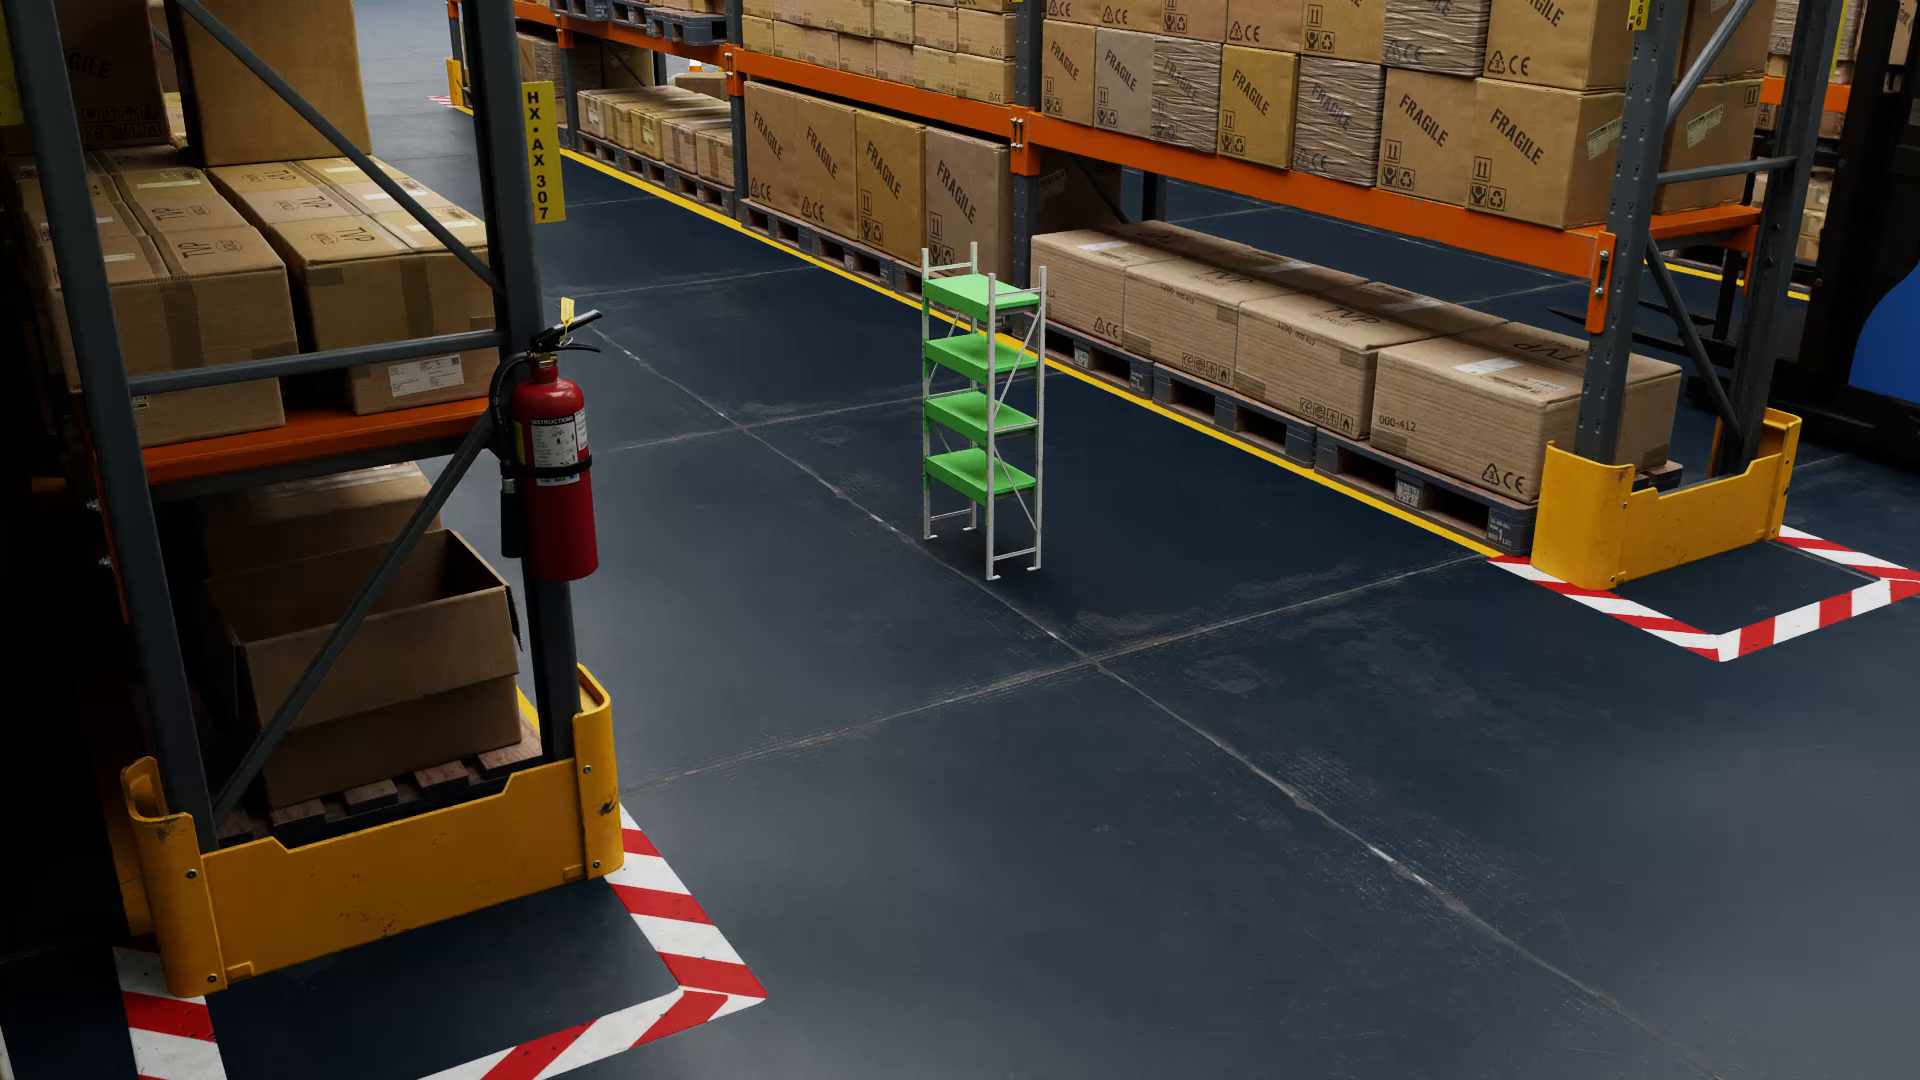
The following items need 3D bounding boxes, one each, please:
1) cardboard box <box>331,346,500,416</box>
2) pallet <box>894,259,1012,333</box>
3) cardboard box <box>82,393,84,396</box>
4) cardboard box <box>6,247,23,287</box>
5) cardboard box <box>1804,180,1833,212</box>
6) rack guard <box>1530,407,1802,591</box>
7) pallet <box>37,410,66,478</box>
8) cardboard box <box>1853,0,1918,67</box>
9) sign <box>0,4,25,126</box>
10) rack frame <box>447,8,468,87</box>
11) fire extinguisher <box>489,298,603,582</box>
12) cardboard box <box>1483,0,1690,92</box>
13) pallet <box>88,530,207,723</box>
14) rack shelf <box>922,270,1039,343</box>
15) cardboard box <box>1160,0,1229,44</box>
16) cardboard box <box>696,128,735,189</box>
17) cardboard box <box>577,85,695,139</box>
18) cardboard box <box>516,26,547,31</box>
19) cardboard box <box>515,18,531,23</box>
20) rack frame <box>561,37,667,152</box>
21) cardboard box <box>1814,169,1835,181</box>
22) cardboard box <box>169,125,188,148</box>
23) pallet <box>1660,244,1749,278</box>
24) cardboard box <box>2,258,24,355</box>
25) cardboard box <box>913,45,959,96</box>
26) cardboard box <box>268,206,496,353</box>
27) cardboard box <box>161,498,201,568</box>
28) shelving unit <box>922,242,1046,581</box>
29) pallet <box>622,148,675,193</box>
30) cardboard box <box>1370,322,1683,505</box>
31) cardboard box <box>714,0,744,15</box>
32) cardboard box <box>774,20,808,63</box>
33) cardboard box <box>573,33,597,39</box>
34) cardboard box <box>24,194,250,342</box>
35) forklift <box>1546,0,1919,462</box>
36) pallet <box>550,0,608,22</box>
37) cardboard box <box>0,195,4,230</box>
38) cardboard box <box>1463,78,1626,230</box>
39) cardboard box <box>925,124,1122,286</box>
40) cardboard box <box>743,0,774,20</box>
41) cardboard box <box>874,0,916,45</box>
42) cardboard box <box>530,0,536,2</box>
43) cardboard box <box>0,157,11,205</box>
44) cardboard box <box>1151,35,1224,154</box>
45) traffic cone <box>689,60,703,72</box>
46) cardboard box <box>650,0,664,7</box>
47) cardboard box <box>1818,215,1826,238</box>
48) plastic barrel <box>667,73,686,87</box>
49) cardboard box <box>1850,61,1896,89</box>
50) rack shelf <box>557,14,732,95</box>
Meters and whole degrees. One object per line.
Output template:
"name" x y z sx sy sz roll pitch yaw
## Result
"cardboard box" -1.391 -0.448 4.264 0.380 0.149 0.250 -13 25 -29
"pallet" 0.304 -1.599 10.466 1.003 0.211 1.213 -13 25 -28
"cardboard box" -2.144 -0.508 4.411 0.380 0.149 0.250 -13 26 -30
"cardboard box" -4.362 -1.340 8.024 0.380 0.149 0.250 -14 26 -31
"cardboard box" 5.649 -2.215 10.717 0.380 0.149 0.250 -14 26 -30
"rack guard" 2.819 -0.195 6.628 1.175 0.500 0.348 -13 25 -28
"pallet" -3.950 -0.664 8.165 1.003 0.211 1.213 -13 25 -28
"cardboard box" 5.788 -3.119 9.975 0.500 0.500 0.500 -11 25 -26
"sign" -1.946 -0.988 3.301 0.100 0.325 0.005 -13 25 -28
"rack frame" -5.366 -6.541 18.919 1.000 3.000 0.127 -13 25 -28
"fire extinguisher" -0.986 -0.238 4.011 0.296 0.674 0.183 -13 25 -28
"cardboard box" 2.356 -1.981 6.241 0.500 0.500 0.500 -12 25 -27
"pallet" -2.525 0.210 6.015 1.003 0.211 1.213 -13 25 -28
"rack shelf" 0.085 -0.888 6.297 0.258 0.148 0.480 -13 25 -28
"cardboard box" 1.303 -2.632 7.843 0.500 0.500 0.500 -12 25 -27
"cardboard box" -1.560 -3.113 13.418 0.950 0.372 0.625 -15 26 -32
"cardboard box" -3.053 -4.054 15.733 0.950 0.372 0.625 -12 25 -28
"cardboard box" -4.659 -5.154 17.607 0.500 0.500 0.500 -12 25 -27
"cardboard box" -4.733 -5.599 18.702 0.500 0.500 0.500 -12 25 -28
"rack frame" -3.323 -5.246 15.734 1.000 3.000 0.127 -13 25 -28
"cardboard box" 5.954 -2.402 11.176 0.380 0.149 0.250 -14 26 -31
"cardboard box" -2.520 -1.327 5.897 0.500 0.250 0.500 -13 25 -29
"pallet" 5.341 -2.138 11.792 1.003 0.211 1.213 -13 25 -28
"cardboard box" -4.522 -1.173 8.475 0.500 0.500 0.500 -14 26 -31
"cardboard box" 0.058 -2.848 10.035 0.500 0.250 0.500 -13 25 -29
"cardboard box" -1.459 -0.672 4.286 0.500 0.250 0.500 -12 25 -28
"cardboard box" -2.623 -0.278 6.274 0.700 0.500 0.500 -14 26 -30
"shelving unit" 0.085 -0.502 6.454 0.258 1.200 0.503 -13 25 -28
"pallet" -2.297 -3.307 14.667 1.003 0.211 1.213 -13 25 -28
"cardboard box" 2.384 -0.563 7.058 0.875 0.438 0.875 -14 26 -30
"cardboard box" -1.650 -4.090 12.666 0.380 0.149 0.250 -12 25 -26
"cardboard box" -0.969 -3.512 11.667 0.500 0.250 0.500 -13 26 -30
"cardboard box" -3.676 -4.928 17.050 0.500 0.500 0.500 -11 25 -26
"cardboard box" -2.184 -0.739 4.449 0.500 0.250 0.500 -13 25 -28
"forklift" 4.370 -2.039 7.935 1.130 2.935 3.031 -12 25 -27
"pallet" -3.058 -4.881 15.092 1.003 0.211 1.213 -13 25 -28
"cardboard box" -5.179 -1.841 9.258 0.380 0.149 0.250 -14 26 -31
"cardboard box" 2.333 -1.513 6.417 0.500 0.500 0.500 -12 25 -28
"cardboard box" 0.378 -2.052 10.139 0.875 0.875 0.875 -12 25 -27
"cardboard box" -1.233 -3.901 11.962 0.500 0.250 0.500 -13 25 -29
"cardboard box" -0.202 -3.241 10.337 0.500 0.250 0.500 -12 25 -27
"cardboard box" -4.064 -5.437 16.538 0.380 0.149 0.250 -13 25 -29
"cardboard box" -3.219 -1.395 6.064 0.500 0.250 0.500 -13 25 -29
"cardboard box" 1.280 -2.174 8.044 0.500 0.500 0.500 -12 25 -28
"traffic cone" -3.257 -5.798 20.461 0.336 0.463 0.334 -13 25 -28
"cardboard box" -2.290 -4.405 13.441 0.380 0.149 0.250 -12 25 -27
"cardboard box" 5.673 -1.977 10.525 0.380 0.149 0.250 -12 25 -28
"plastic barrel" -3.010 -4.970 18.476 0.512 0.421 0.421 4 22 9
"cardboard box" 5.722 -2.875 10.235 0.380 0.149 0.250 -12 25 -26
"rack shelf" -2.302 -4.265 14.276 1.077 0.370 4.000 -13 25 -28
